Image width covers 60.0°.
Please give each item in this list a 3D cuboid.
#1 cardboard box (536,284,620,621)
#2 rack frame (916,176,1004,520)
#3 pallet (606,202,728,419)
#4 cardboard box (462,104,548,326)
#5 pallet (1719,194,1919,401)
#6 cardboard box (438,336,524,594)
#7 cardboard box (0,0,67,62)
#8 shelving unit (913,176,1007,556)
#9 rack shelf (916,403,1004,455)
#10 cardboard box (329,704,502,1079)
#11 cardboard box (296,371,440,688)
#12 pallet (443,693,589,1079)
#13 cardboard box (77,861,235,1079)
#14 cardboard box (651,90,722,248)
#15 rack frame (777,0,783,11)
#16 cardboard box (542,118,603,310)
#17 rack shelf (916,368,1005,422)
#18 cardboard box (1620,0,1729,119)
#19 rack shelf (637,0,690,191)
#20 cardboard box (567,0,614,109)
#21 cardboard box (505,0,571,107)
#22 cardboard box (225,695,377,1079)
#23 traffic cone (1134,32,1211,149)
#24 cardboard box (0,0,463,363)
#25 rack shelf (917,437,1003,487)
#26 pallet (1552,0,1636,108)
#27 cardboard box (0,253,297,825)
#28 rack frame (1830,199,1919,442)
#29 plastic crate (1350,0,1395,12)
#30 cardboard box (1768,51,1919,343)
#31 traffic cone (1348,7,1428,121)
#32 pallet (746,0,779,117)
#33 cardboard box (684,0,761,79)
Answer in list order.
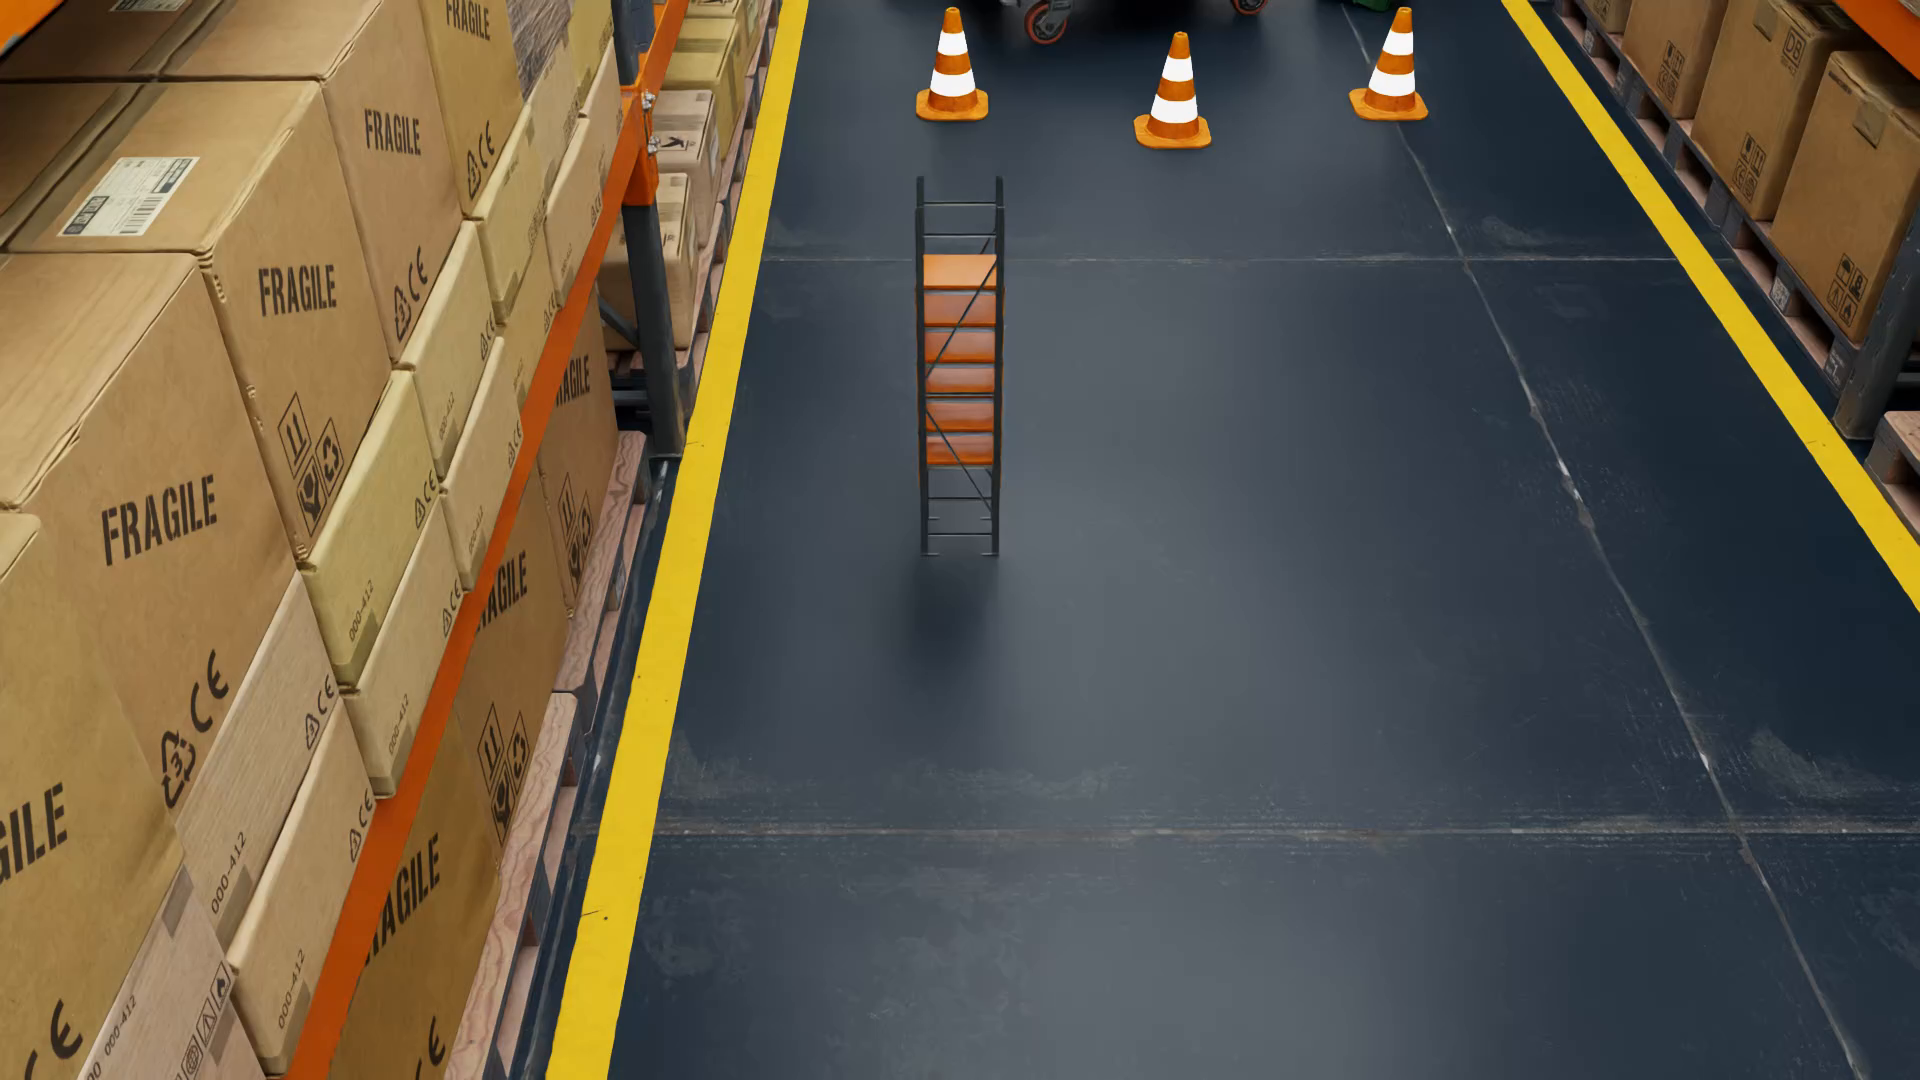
[{"bbox_3d":[-1.516,-0.379,4.688,0.875,0.875,0.875,0,39,0],"label":"cardboard box"},{"bbox_3d":[0.000,-0.534,4.957,0.240,1.200,0.006,0,39,0],"label":"rack frame"},{"bbox_3d":[-1.433,-0.877,6.176,1.003,0.211,1.213,0,39,0],"label":"pallet"},{"bbox_3d":[-1.153,-0.670,3.407,0.500,0.250,0.500,-1,39,-1],"label":"cardboard box"},{"bbox_3d":[3.591,-0.948,6.264,1.003,0.211,1.213,0,39,0],"label":"pallet"},{"bbox_3d":[-1.143,-0.149,3.157,0.500,0.250,0.500,-1,39,-1],"label":"cardboard box"},{"bbox_3d":[-1.685,-0.648,2.780,0.500,0.500,0.500,1,39,1],"label":"cardboard box"},{"bbox_3d":[0.000,-0.477,4.886,0.258,1.200,0.189,0,39,0],"label":"shelving unit"},{"bbox_3d":[0.000,-0.349,4.989,0.258,0.103,0.180,0,39,0],"label":"rack shelf"},{"bbox_3d":[-1.518,0.738,3.294,0.875,0.875,0.875,1,39,1],"label":"cardboard box"},{"bbox_3d":[-1.150,-0.029,2.607,0.500,0.250,0.500,0,39,1],"label":"cardboard box"},{"bbox_3d":[-1.509,0.866,4.001,1.003,0.211,1.213,0,39,0],"label":"pallet"},{"bbox_3d":[-1.147,0.613,1.807,0.500,0.250,0.500,-1,39,-1],"label":"cardboard box"},{"bbox_3d":[-1.433,-1.430,6.401,0.950,0.372,0.625,-1,39,-1],"label":"cardboard box"},{"bbox_3d":[-1.438,-3.978,7.815,1.000,3.000,0.127,0,39,0],"label":"rack frame"},{"bbox_3d":[-1.157,-0.782,3.948,0.500,0.250,0.500,1,39,1],"label":"cardboard box"},{"bbox_3d":[0.000,-0.443,4.914,0.258,0.103,0.180,0,39,0],"label":"rack shelf"},{"bbox_3d":[3.600,-2.339,7.234,1.050,0.750,0.750,0,39,0],"label":"cardboard box"},{"bbox_3d":[-1.436,-2.446,6.479,1.077,0.370,4.000,0,39,0],"label":"rack shelf"},{"bbox_3d":[-1.179,-1.310,4.207,0.500,0.250,0.500,0,39,0],"label":"cardboard box"},{"bbox_3d":[-1.162,-1.262,3.546,0.500,0.500,0.500,1,39,1],"label":"cardboard box"},{"bbox_3d":[-1.167,0.485,2.367,0.500,0.250,0.500,-1,39,-1],"label":"cardboard box"},{"bbox_3d":[0.964,-2.033,7.417,0.336,0.463,0.334,0,39,0],"label":"traffic cone"},{"bbox_3d":[-1.175,-0.635,2.764,0.500,0.500,0.500,-1,39,-1],"label":"cardboard box"},{"bbox_3d":[0.000,-0.255,5.064,0.258,0.103,0.180,0,39,0],"label":"rack shelf"},{"bbox_3d":[3.588,-2.474,8.168,1.003,0.211,1.213,0,39,0],"label":"pallet"},{"bbox_3d":[-1.170,0.002,1.969,0.500,0.500,0.500,0,39,0],"label":"cardboard box"},{"bbox_3d":[3.517,-1.543,4.777,1.000,3.000,0.127,0,39,0],"label":"rack frame"},{"bbox_3d":[2.202,-3.078,8.894,0.450,0.188,0.662,27,45,16],"label":"plastic crate"},{"bbox_3d":[3.606,-1.210,5.825,1.050,0.750,0.750,-1,39,-1],"label":"cardboard box"},{"bbox_3d":[2.003,-2.215,7.644,0.336,0.463,0.334,0,39,0],"label":"traffic cone"},{"bbox_3d":[-1.436,-2.403,8.080,1.003,0.211,1.213,0,39,0],"label":"pallet"},{"bbox_3d":[-1.431,-2.339,7.535,0.950,0.372,0.625,2,39,3],"label":"cardboard box"}]
